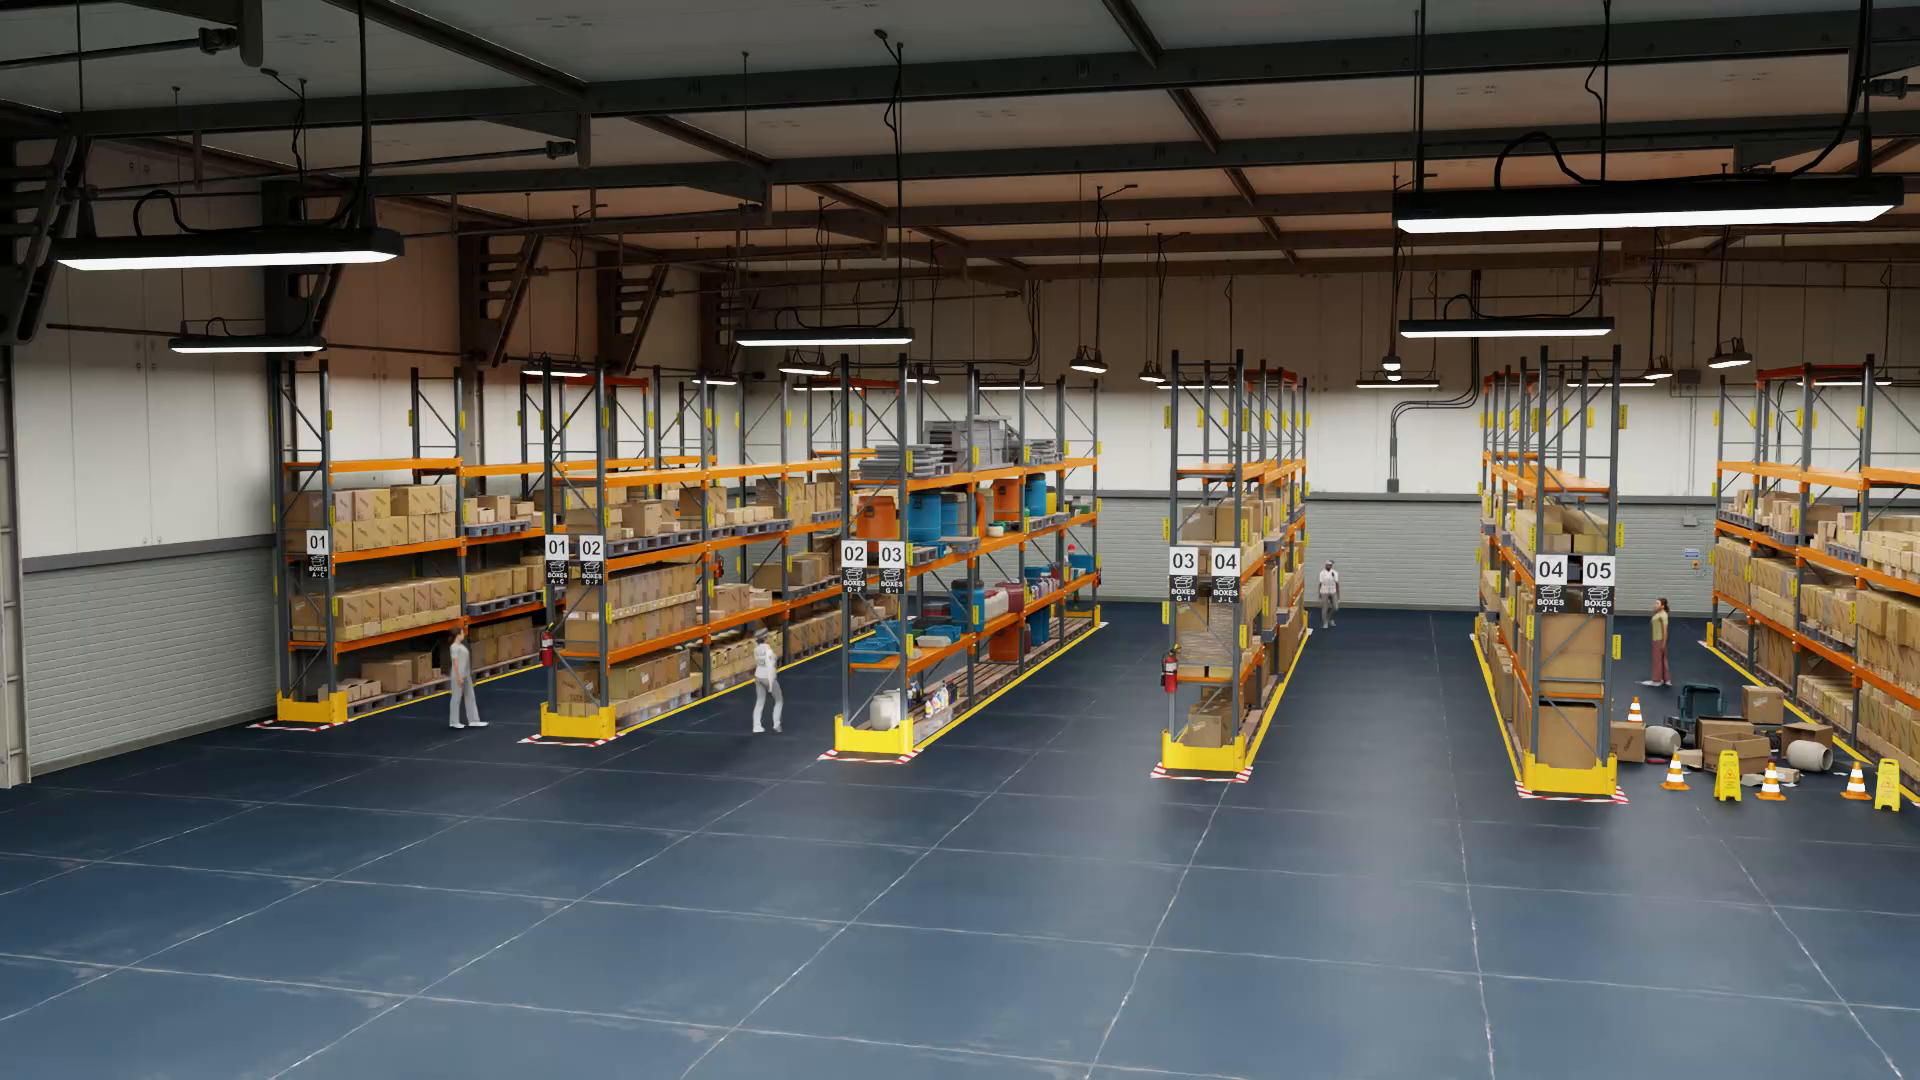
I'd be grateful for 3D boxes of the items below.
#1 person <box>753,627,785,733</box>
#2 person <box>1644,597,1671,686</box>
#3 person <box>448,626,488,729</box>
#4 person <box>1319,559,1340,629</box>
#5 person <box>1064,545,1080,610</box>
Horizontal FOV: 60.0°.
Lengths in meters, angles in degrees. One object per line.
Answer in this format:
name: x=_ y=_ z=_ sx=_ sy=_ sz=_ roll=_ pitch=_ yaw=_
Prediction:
person: x=-3.088 y=2.268 z=26.616 sx=0.486 sy=1.752 sz=0.550 roll=4 pitch=5 yaw=41
person: x=13.215 y=1.914 z=31.423 sx=0.440 sy=1.672 sz=0.470 roll=3 pitch=5 yaw=34
person: x=-8.039 y=2.230 z=27.041 sx=0.576 sy=1.671 sz=0.480 roll=1 pitch=4 yaw=15
person: x=8.869 y=1.292 z=39.974 sx=0.470 sy=1.693 sz=0.456 roll=0 pitch=4 yaw=0
person: x=2.865 y=0.990 z=43.261 sx=0.580 sy=1.735 sz=1.011 roll=1 pitch=4 yaw=20
